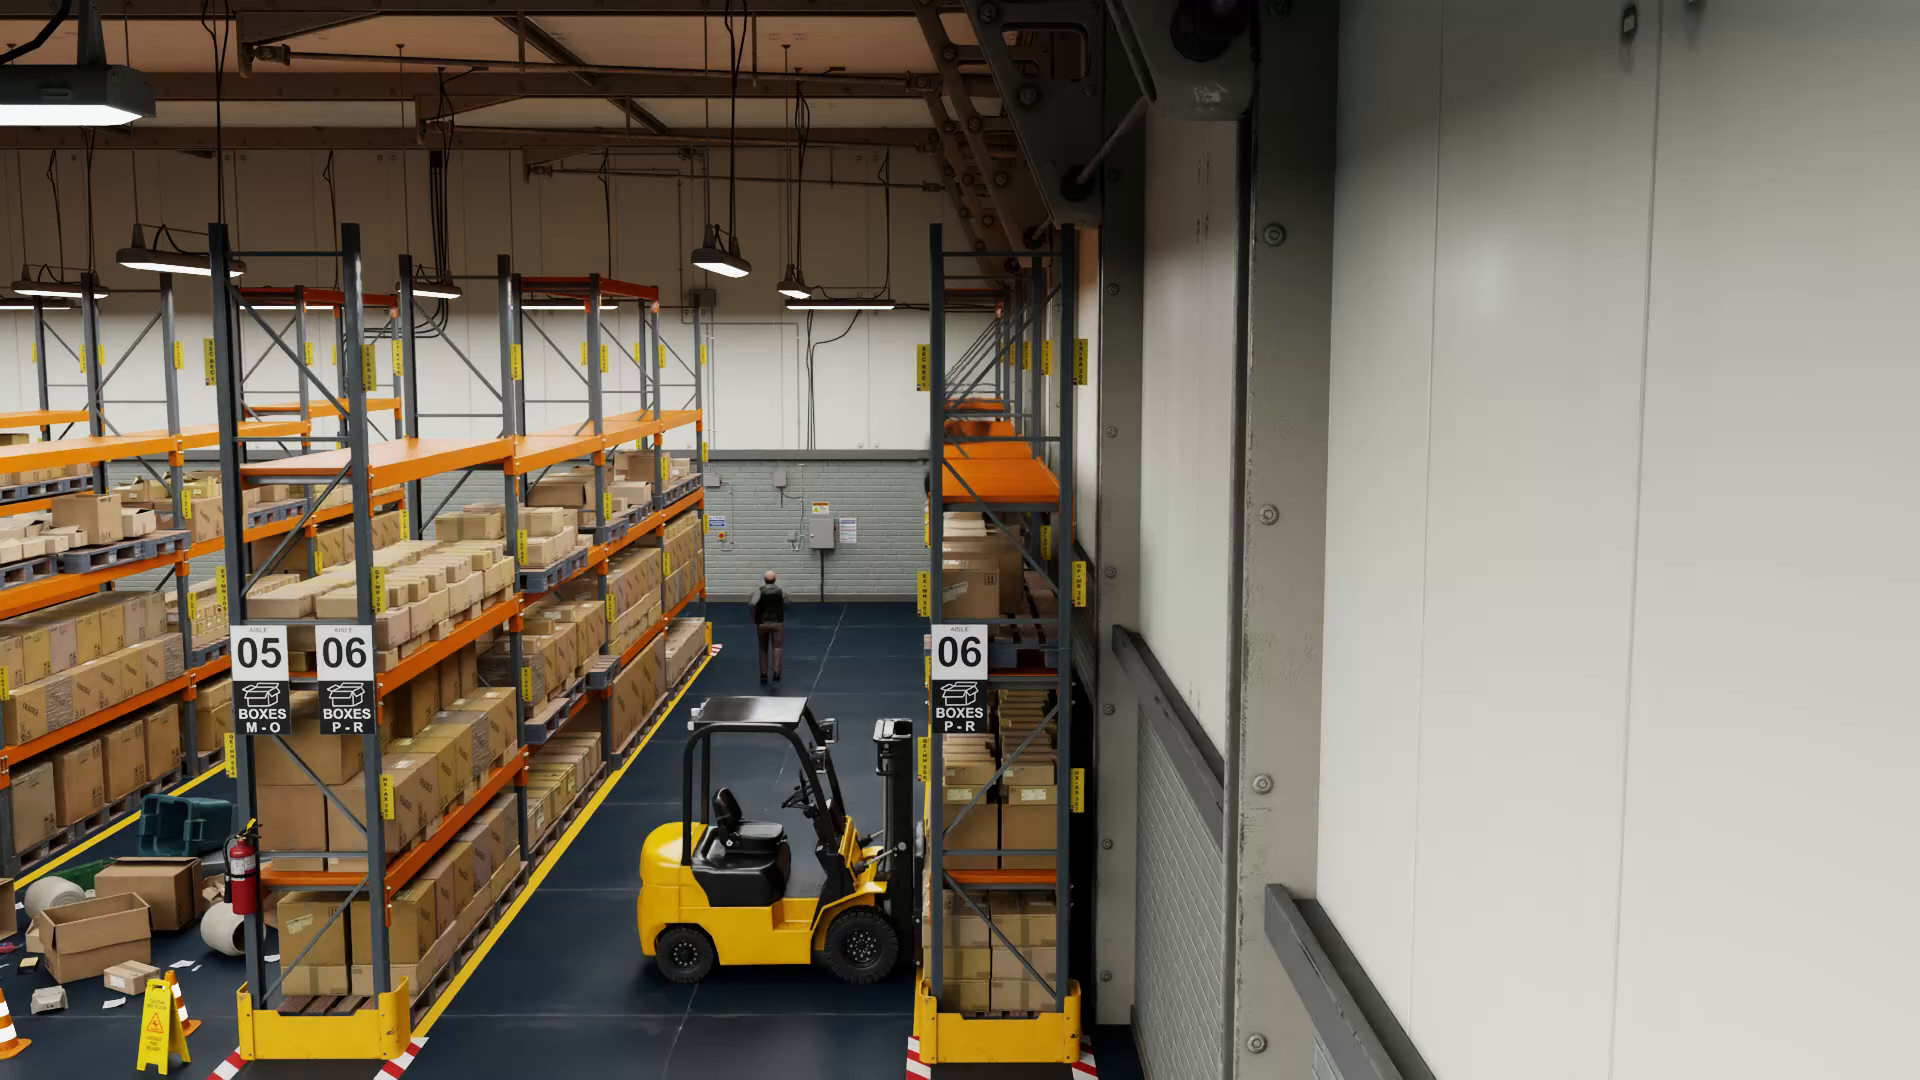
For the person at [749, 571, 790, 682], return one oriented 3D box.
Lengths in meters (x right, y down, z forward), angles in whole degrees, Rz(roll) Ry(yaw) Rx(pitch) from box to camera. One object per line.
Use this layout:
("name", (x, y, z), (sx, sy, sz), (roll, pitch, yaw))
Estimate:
("person", (-2.907, 1.331, 25.414), (0.643, 1.744, 0.906), (-1, 7, -8))
